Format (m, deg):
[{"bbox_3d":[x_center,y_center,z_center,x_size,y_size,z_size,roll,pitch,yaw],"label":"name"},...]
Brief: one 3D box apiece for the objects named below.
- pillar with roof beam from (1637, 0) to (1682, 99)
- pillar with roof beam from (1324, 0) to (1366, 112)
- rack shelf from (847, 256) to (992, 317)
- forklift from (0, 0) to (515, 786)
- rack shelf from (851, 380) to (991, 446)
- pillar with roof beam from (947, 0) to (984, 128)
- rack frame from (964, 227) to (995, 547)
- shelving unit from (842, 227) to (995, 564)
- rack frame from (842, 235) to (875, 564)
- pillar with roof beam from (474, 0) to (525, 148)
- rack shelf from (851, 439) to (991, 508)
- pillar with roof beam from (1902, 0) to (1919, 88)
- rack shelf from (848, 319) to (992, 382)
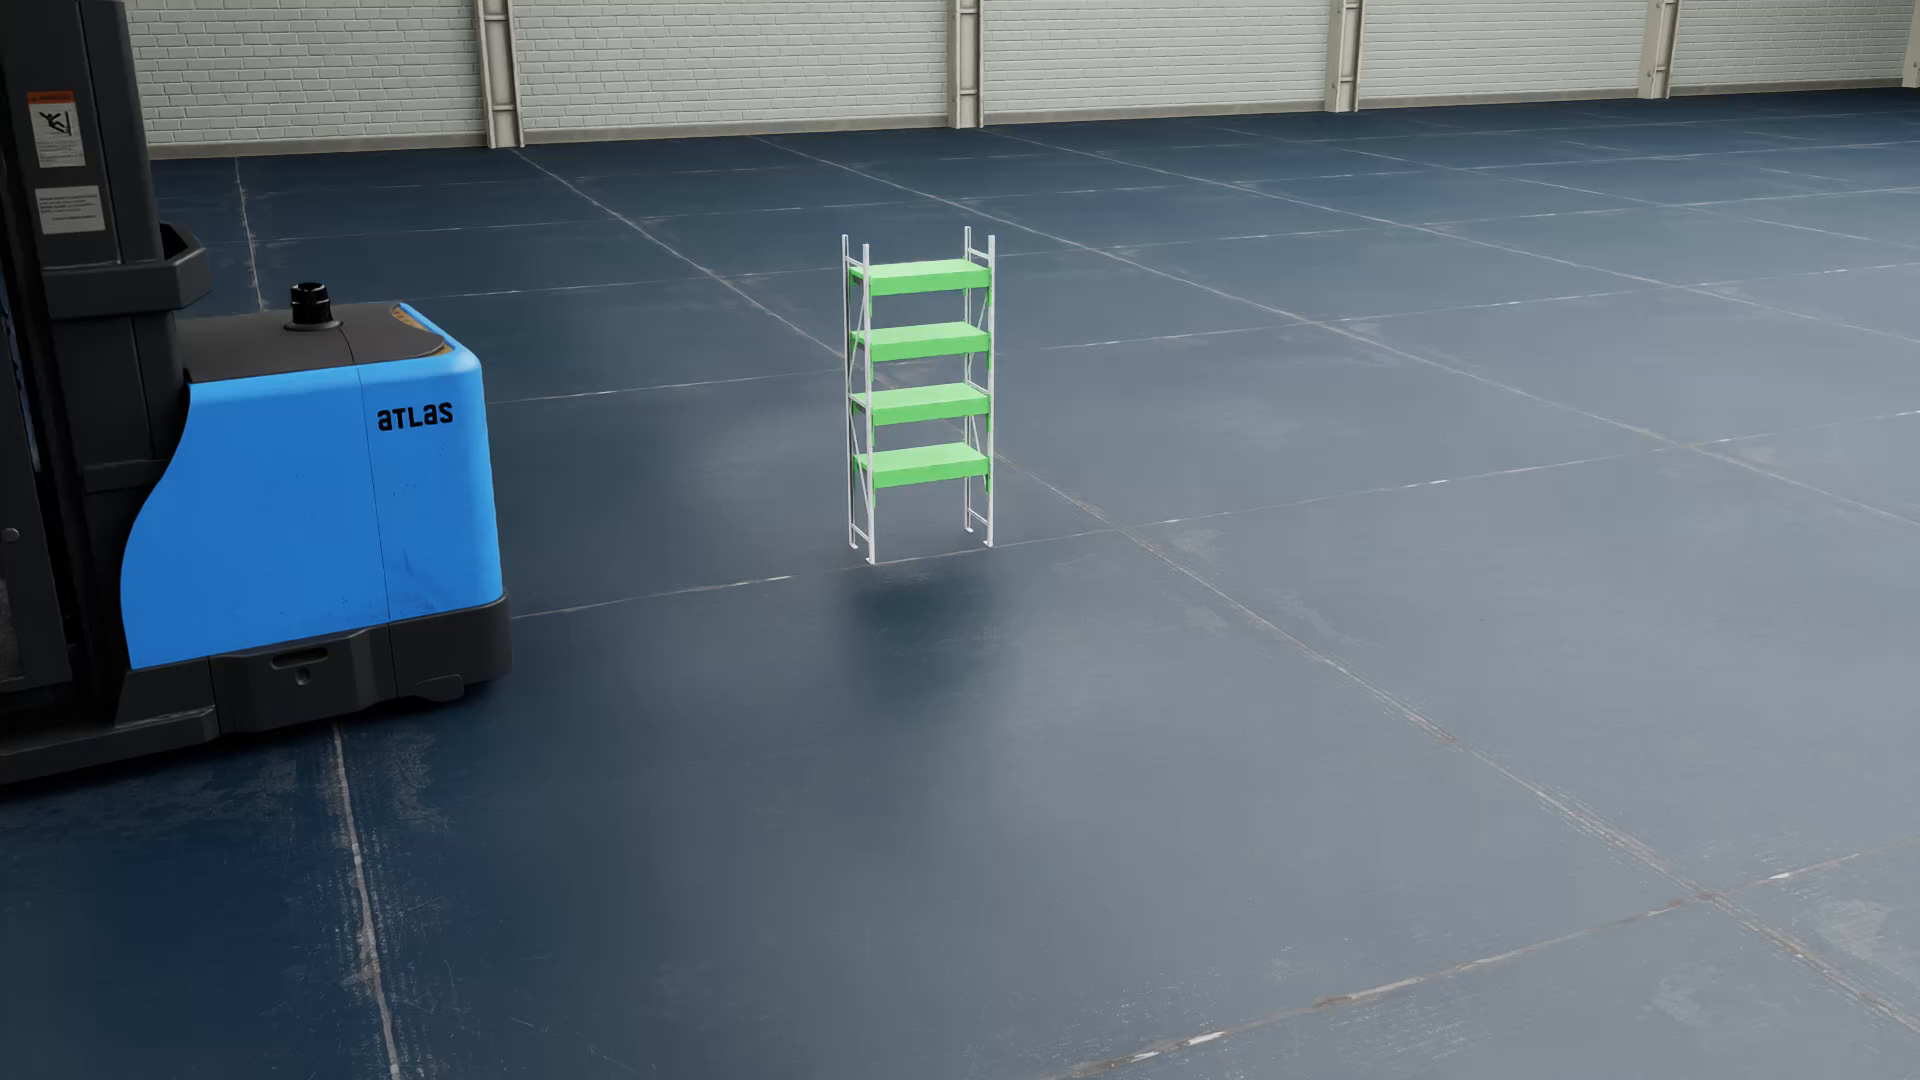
[{"bbox_3d":[12.795,-10.014,21.414,0.400,9.000,9.100,-8,21,-22],"label":"pillar with roof beam"},{"bbox_3d":[7.286,-9.225,19.173,0.400,9.000,9.100,-8,21,-22],"label":"pillar with roof beam"},{"bbox_3d":[-0.152,-0.937,6.123,0.480,0.148,0.258,-8,21,-22],"label":"rack shelf"},{"bbox_3d":[-2.924,-0.803,4.389,3.031,2.935,1.130,-11,22,-28],"label":"forklift"},{"bbox_3d":[-0.152,-0.484,6.282,0.480,0.148,0.258,-8,21,-22],"label":"rack shelf"},{"bbox_3d":[1.777,-8.436,16.931,0.400,9.000,9.100,-8,21,-22],"label":"pillar with roof beam"},{"bbox_3d":[0.072,-0.576,6.352,0.015,1.200,0.240,-8,21,-22],"label":"rack frame"},{"bbox_3d":[-0.152,-0.544,6.261,0.503,1.200,0.258,-8,21,-22],"label":"shelving unit"},{"bbox_3d":[-0.376,-0.512,6.170,0.015,1.200,0.240,-8,21,-22],"label":"rack frame"},{"bbox_3d":[-3.733,-7.646,14.689,0.400,9.000,9.100,-8,21,-22],"label":"pillar with roof beam"},{"bbox_3d":[-0.152,-0.258,6.362,0.480,0.148,0.258,-8,21,-22],"label":"rack shelf"},{"bbox_3d":[18.304,-10.804,23.656,0.400,9.000,9.100,-8,21,-22],"label":"pillar with roof beam"},{"bbox_3d":[-0.152,-0.710,6.202,0.480,0.148,0.258,-8,21,-22],"label":"rack shelf"}]
